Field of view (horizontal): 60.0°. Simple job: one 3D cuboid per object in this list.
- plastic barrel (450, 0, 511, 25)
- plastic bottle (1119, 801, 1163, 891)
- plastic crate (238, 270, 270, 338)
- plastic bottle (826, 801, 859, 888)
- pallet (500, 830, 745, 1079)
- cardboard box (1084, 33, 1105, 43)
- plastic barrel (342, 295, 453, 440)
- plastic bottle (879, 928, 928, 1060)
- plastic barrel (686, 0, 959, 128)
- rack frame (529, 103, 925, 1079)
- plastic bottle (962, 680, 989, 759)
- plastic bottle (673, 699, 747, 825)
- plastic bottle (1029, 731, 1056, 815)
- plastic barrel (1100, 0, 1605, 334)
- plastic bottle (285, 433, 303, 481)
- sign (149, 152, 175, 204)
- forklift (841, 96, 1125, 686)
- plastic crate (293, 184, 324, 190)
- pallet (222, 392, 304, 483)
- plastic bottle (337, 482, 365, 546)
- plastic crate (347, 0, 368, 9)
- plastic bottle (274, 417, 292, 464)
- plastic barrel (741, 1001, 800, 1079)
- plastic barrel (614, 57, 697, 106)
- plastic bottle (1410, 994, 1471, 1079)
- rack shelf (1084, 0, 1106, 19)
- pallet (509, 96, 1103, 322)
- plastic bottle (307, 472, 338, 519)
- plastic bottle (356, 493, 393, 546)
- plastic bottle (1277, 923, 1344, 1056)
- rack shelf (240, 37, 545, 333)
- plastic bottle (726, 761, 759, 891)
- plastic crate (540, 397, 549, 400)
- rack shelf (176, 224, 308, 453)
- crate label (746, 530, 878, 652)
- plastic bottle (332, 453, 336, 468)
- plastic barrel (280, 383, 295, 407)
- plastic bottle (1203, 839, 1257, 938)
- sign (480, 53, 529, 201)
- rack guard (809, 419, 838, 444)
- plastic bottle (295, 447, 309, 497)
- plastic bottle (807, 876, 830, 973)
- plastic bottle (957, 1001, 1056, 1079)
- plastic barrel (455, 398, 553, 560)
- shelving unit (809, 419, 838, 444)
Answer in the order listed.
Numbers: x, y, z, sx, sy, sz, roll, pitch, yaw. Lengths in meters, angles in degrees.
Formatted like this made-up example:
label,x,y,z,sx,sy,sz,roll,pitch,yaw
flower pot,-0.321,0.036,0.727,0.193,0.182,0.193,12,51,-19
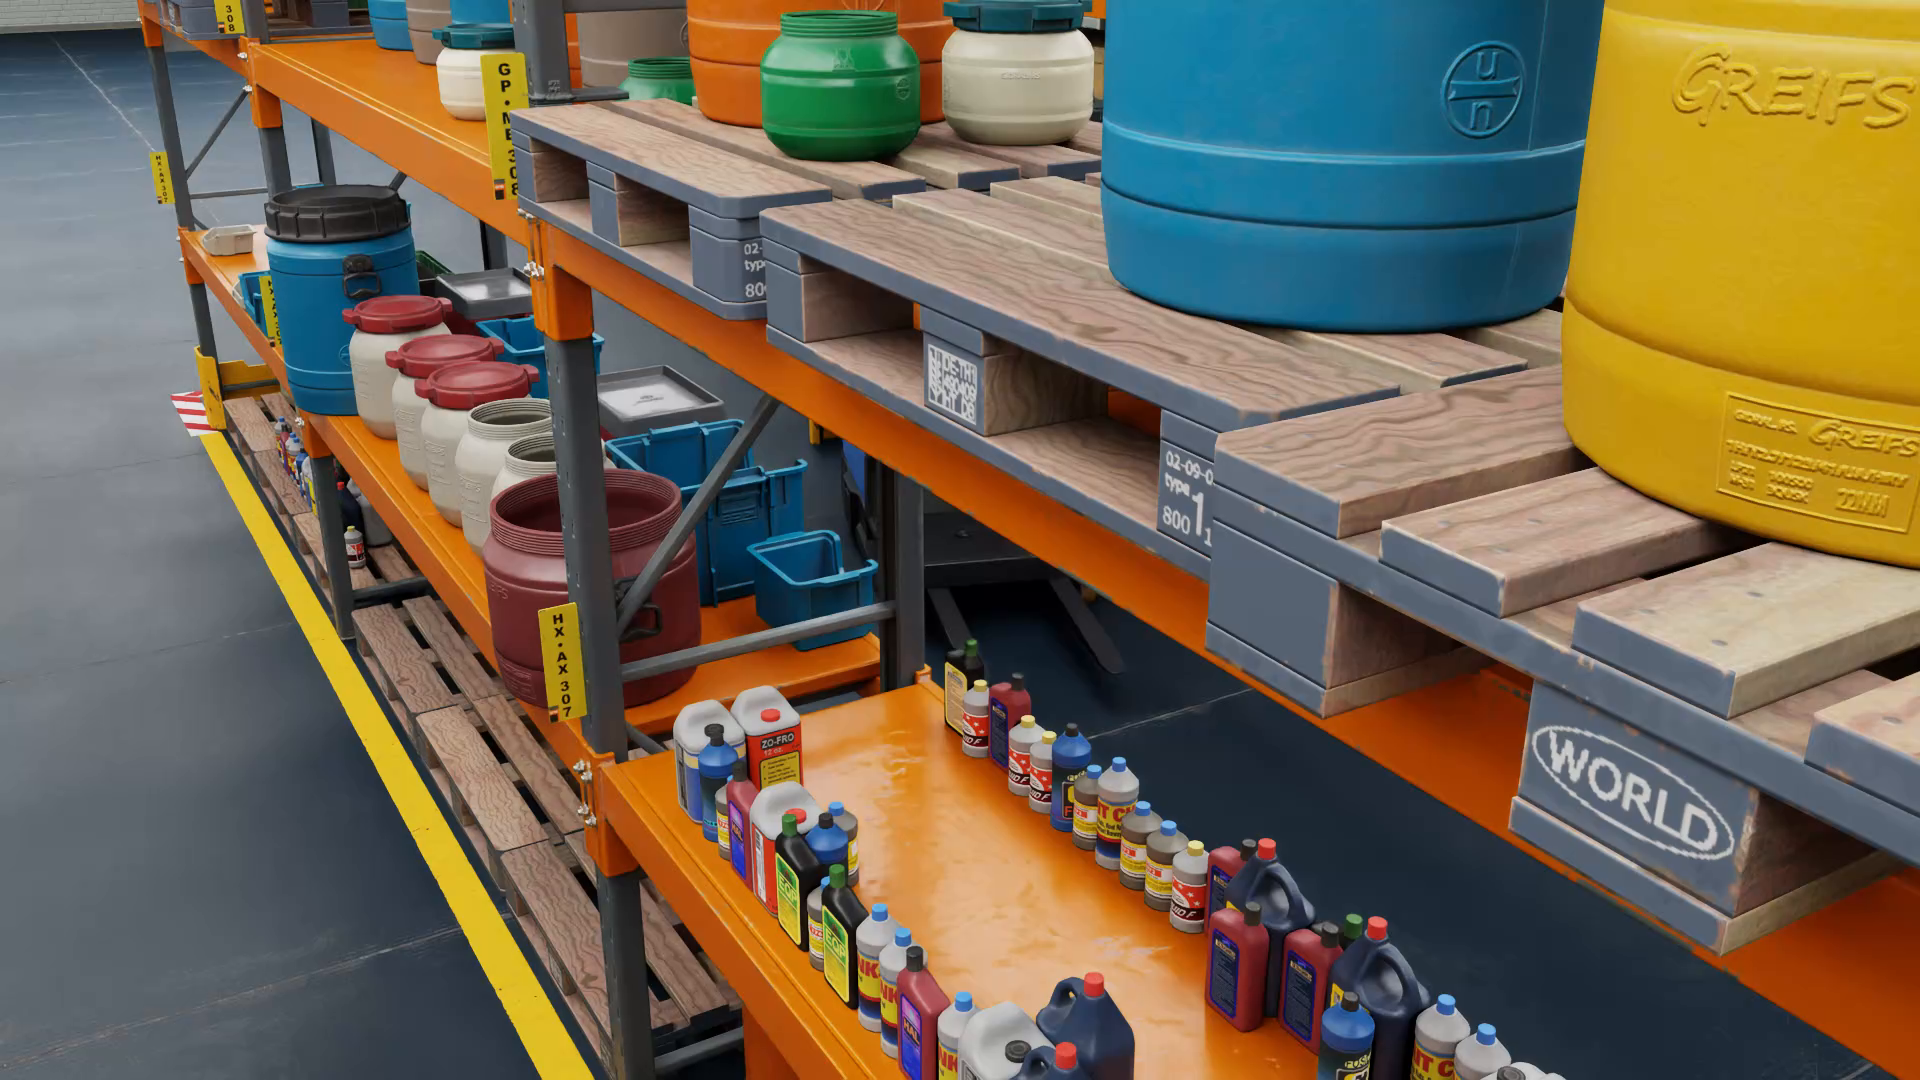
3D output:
label,x,y,z,sx,sy,sz,roll,pitch,yaw
plastic barrel,-1.491,-2.082,5.800,0.600,0.901,0.708,-13,25,-28
plastic bottle,0.421,0.703,3.863,0.097,0.201,0.097,0,22,0
plastic crate,-3.404,-1.243,8.584,0.499,0.251,0.616,-13,25,-28
plastic bottle,-0.285,0.703,3.863,0.097,0.201,0.097,0,22,0
pallet,-0.925,1.322,5.778,1.003,0.211,1.213,-13,25,-28
cardboard box,0.908,-3.073,11.032,0.700,0.500,0.500,-13,25,-28
plastic barrel,-2.305,-0.717,6.912,0.433,0.535,0.433,0,22,0
plastic bottle,-0.111,0.893,3.303,0.097,0.271,0.097,0,22,0
plastic barrel,-0.275,-1.310,3.439,0.600,0.830,0.708,-13,25,-28
rack frame,-0.562,0.289,4.617,1.000,3.000,0.127,-13,25,-28
plastic bottle,0.054,0.471,4.434,0.097,0.201,0.097,0,22,0
plastic bottle,-0.619,0.548,4.143,0.152,0.276,0.135,-13,25,-28
plastic bottle,0.222,0.577,4.173,0.097,0.201,0.097,0,22,0
plastic barrel,0.478,-0.756,1.980,0.600,0.901,0.708,-13,25,-28
plastic bottle,-3.815,-0.483,9.555,0.097,0.271,0.097,0,22,0
sign,-5.124,-2.325,10.680,0.100,0.325,0.005,-13,25,-28
forklift,0.095,-1.106,8.140,1.130,2.935,3.031,-4,23,-11
plastic crate,-4.136,-2.128,10.760,0.499,0.251,0.616,-13,25,-28
pallet,-4.159,-0.730,10.826,1.003,0.211,1.213,-13,25,-28
plastic bottle,-3.182,-0.136,8.596,0.144,0.351,0.185,-13,26,-30
plastic crate,-3.177,-2.861,8.664,0.336,0.188,0.450,-13,25,-28
plastic bottle,-3.990,-0.594,9.828,0.097,0.271,0.097,0,22,0
plastic barrel,-0.298,1.255,4.566,0.600,0.830,0.708,-13,25,-28
plastic barrel,-0.732,-1.099,4.254,0.294,0.245,0.294,0,22,0
plastic bottle,0.895,0.971,3.110,0.097,0.271,0.097,0,22,0
rack shelf,0.633,-3.661,11.308,1.077,0.370,4.000,-13,25,-28
pallet,-0.256,-0.747,3.433,1.003,0.211,1.213,-13,25,-28
plastic bottle,-3.445,-0.302,9.006,0.144,0.351,0.185,-13,25,-29
plastic bottle,-3.058,-0.164,8.664,0.144,0.351,0.185,-13,25,-28
plastic bottle,0.705,0.876,3.327,0.061,0.283,0.133,-13,25,-28
rack shelf,-1.584,-1.415,5.781,1.077,0.370,4.000,-13,25,-28
plastic bottle,-0.490,0.660,3.859,0.061,0.283,0.133,-13,25,-28
plastic crate,-1.473,-0.398,6.590,0.450,0.188,0.662,-13,25,-28
rack shelf,-3.627,-1.320,9.531,1.077,0.370,4.000,-13,25,-28
crate label,-0.455,0.158,5.162,0.303,0.233,0.416,-13,25,-28
plastic bottle,-3.434,-0.345,9.201,0.061,0.283,0.133,-13,25,-28
plastic barrel,-4.247,-1.145,10.890,0.421,0.512,0.421,0,22,0
plastic bottle,0.595,0.762,3.609,0.061,0.283,0.133,-13,25,-28
sign,-1.032,-0.944,3.806,0.100,0.325,0.005,-13,25,-28
rack guard,-0.707,-0.799,10.945,0.587,0.250,0.087,-10,24,-23
plastic bottle,-3.661,-0.385,9.314,0.097,0.271,0.097,0,22,0
plastic bottle,-0.279,0.819,3.577,0.097,0.201,0.097,0,22,0
plastic bottle,0.089,0.997,3.039,0.152,0.276,0.135,-13,25,-28
plastic barrel,-1.486,-0.191,5.650,0.421,0.512,0.421,0,22,0
shelving unit,-0.494,-1.209,10.293,0.587,1.500,1.083,-10,24,-23
